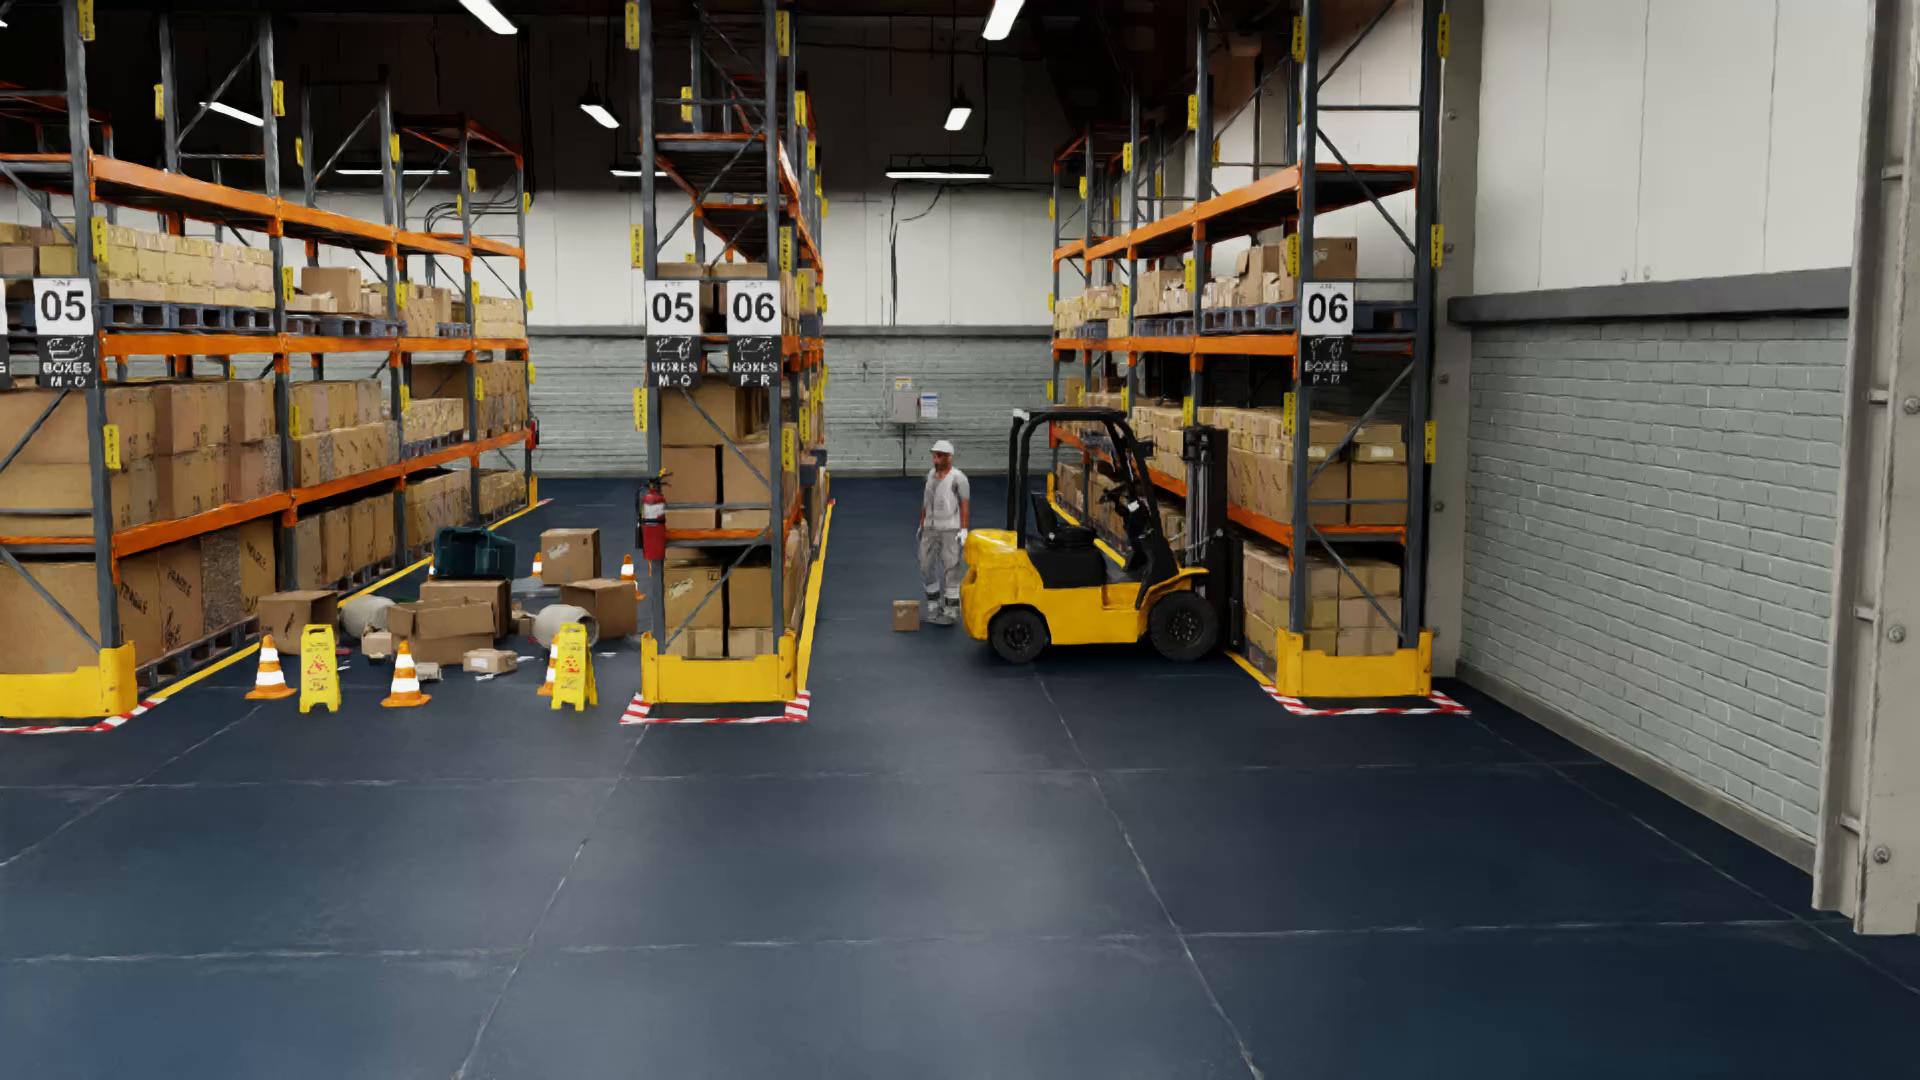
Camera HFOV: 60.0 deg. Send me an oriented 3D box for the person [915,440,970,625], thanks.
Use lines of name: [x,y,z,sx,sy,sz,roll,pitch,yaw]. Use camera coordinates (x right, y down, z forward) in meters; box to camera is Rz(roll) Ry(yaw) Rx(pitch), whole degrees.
person: [-0.165,-0.072,16.225,0.579,1.812,0.464,5,9,39]
